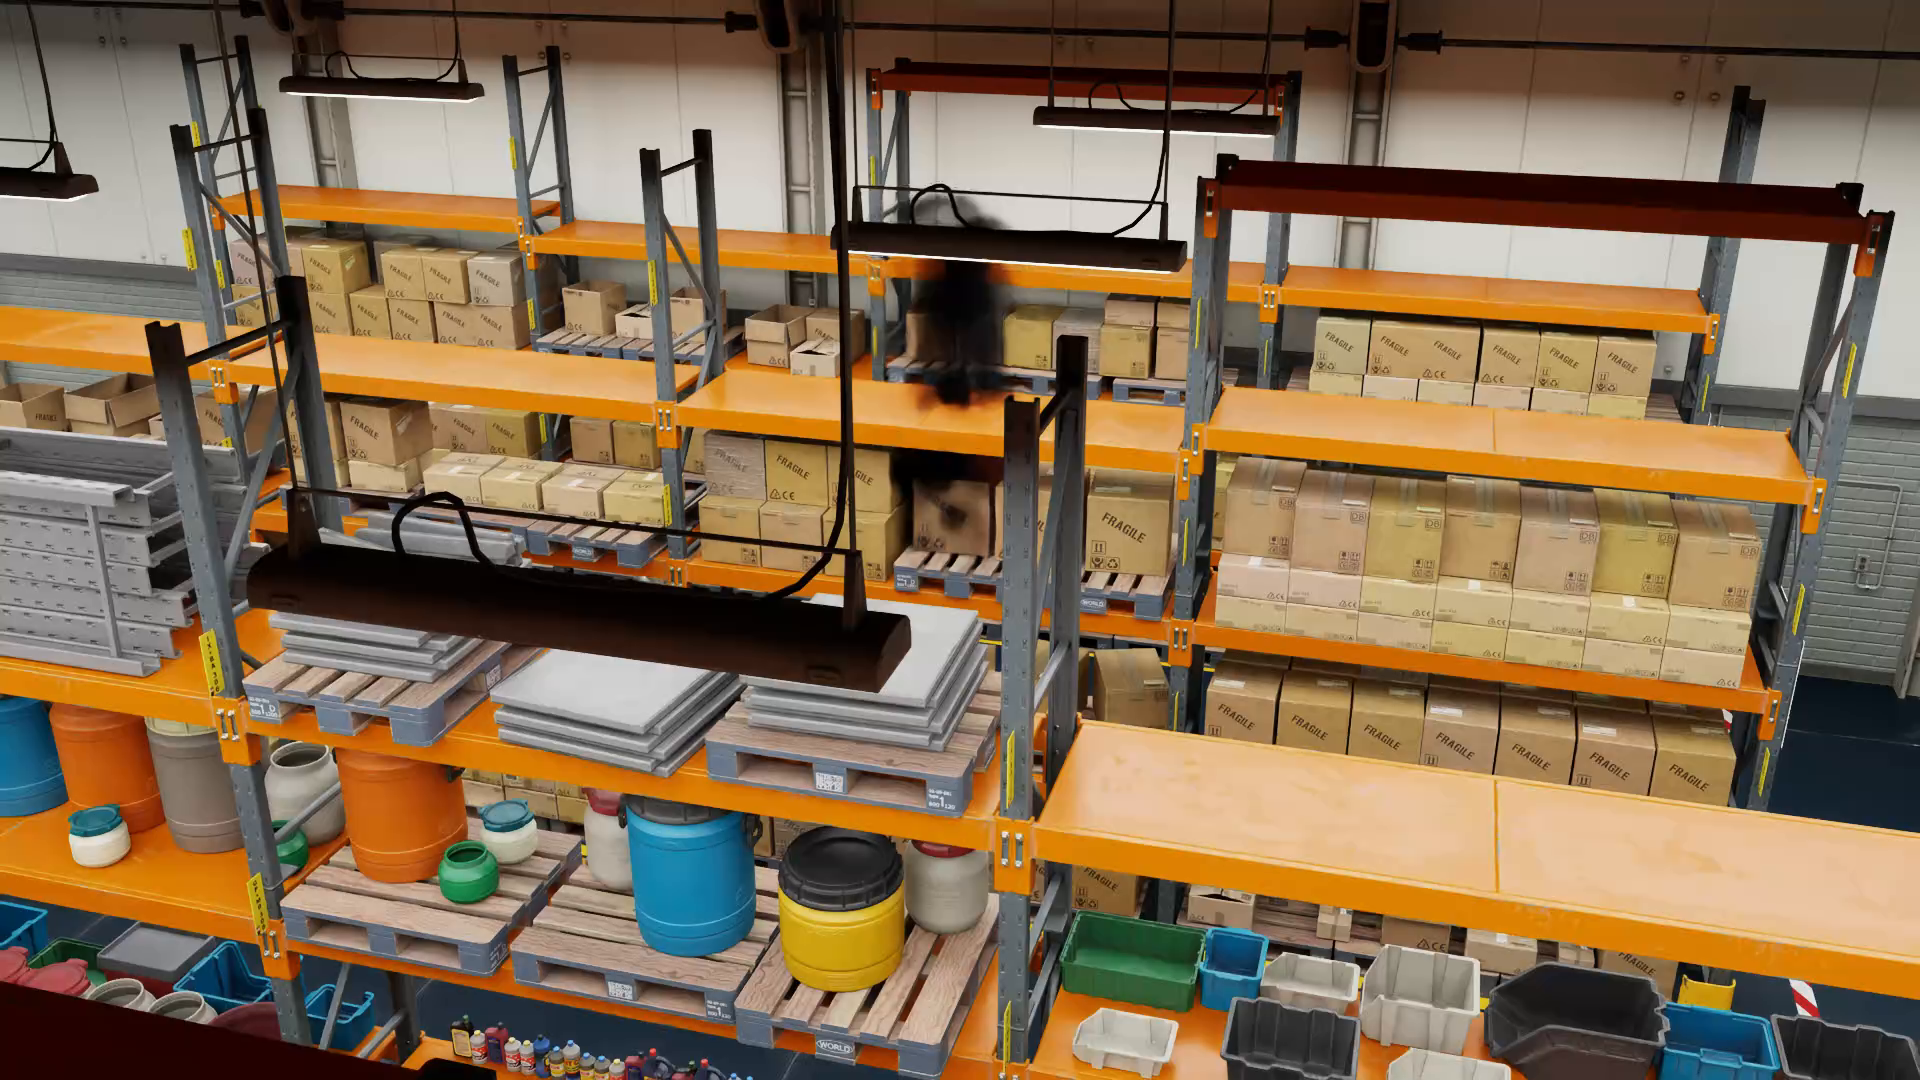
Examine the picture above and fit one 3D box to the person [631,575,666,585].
[{"bbox_3d":[-3.087,0.714,17.012,0.841,1.587,0.566,2,23,6],"label":"person"}]
